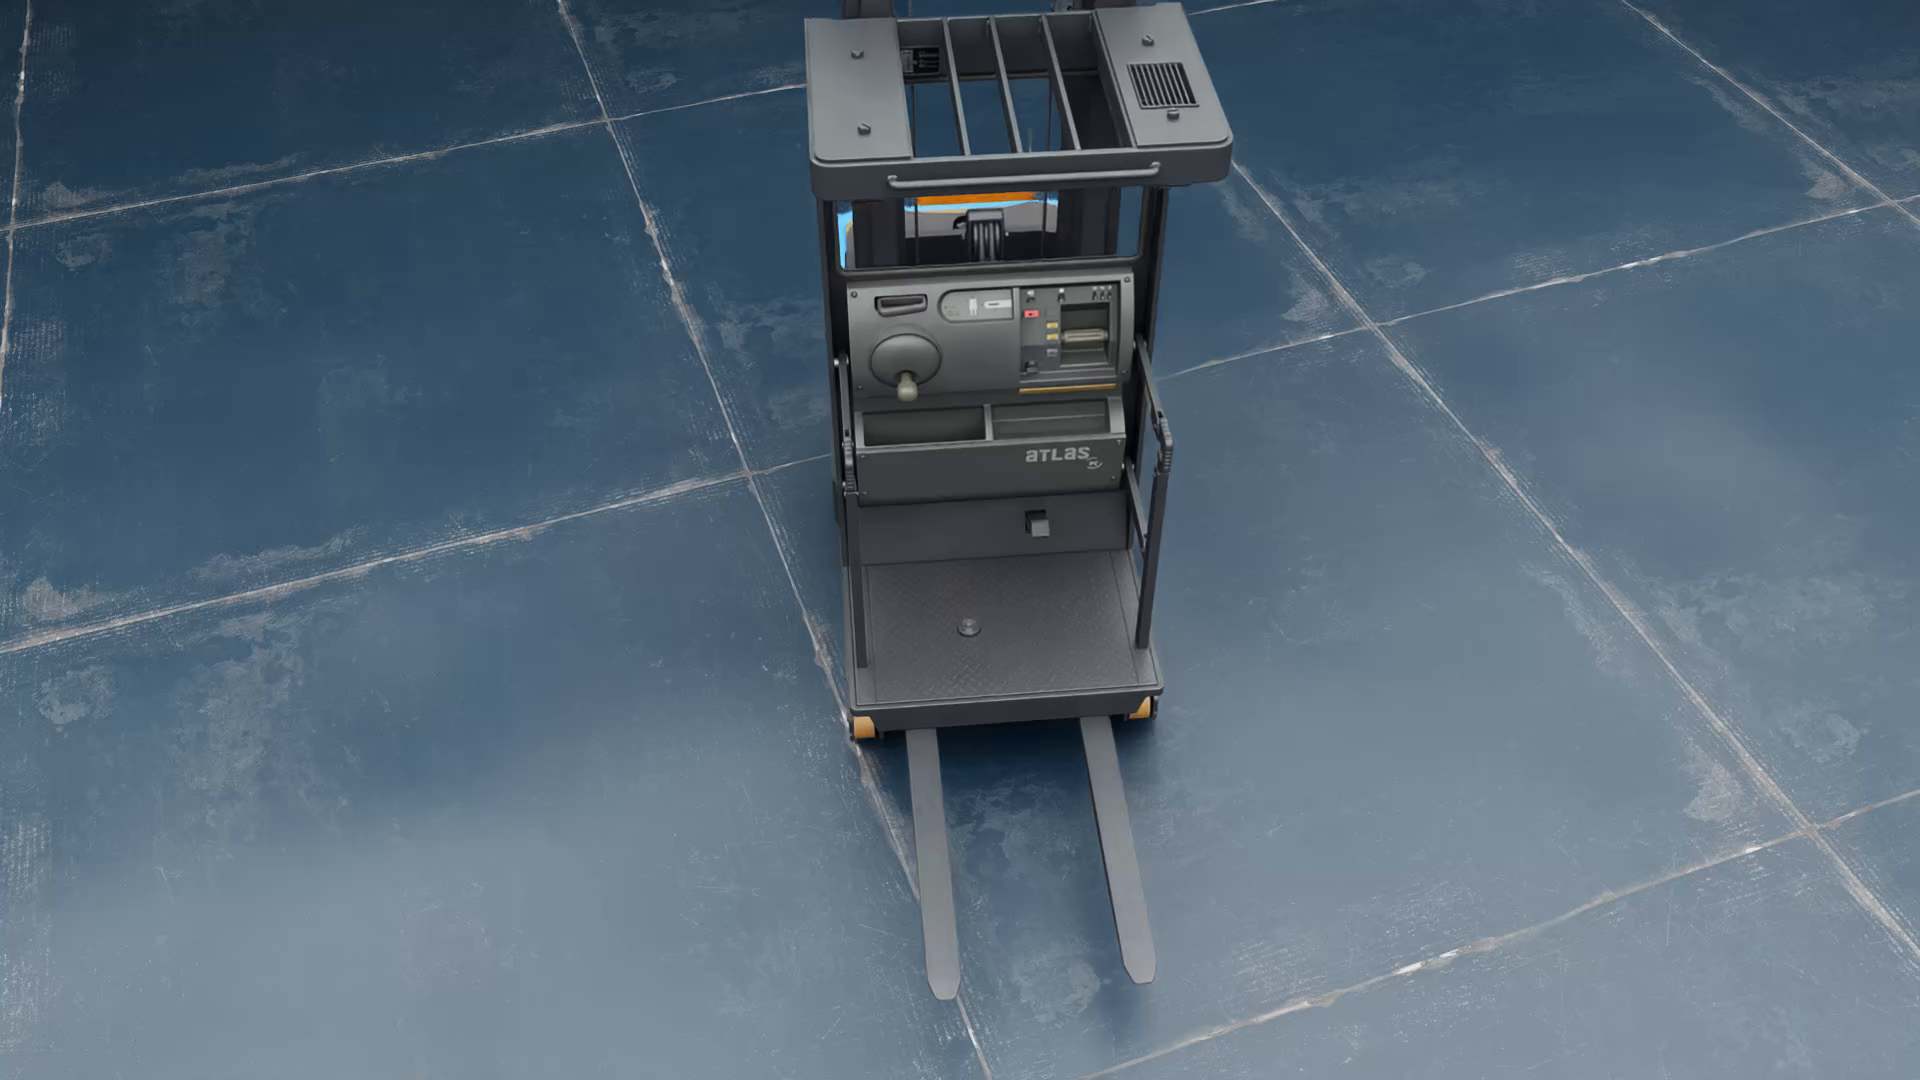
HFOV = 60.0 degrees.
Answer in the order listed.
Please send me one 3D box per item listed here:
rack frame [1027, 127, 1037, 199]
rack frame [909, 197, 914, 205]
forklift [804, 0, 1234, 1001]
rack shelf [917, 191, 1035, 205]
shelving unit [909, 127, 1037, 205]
[{"bbox_3d":[0.291,-1.155,7.053,0.015,1.200,0.240,-4,45,-4],"label":"rack frame"},{"bbox_3d":[-0.195,-1.124,7.022,0.015,1.200,0.240,-4,45,-4],"label":"rack frame"},{"bbox_3d":[0.124,-0.571,5.250,1.130,2.935,3.031,-4,45,-4],"label":"forklift"},{"bbox_3d":[0.048,-1.419,6.761,0.480,0.148,0.258,-4,45,-4],"label":"rack shelf"},{"bbox_3d":[0.048,-1.140,7.037,0.503,1.200,0.258,-4,45,-4],"label":"shelving unit"}]
